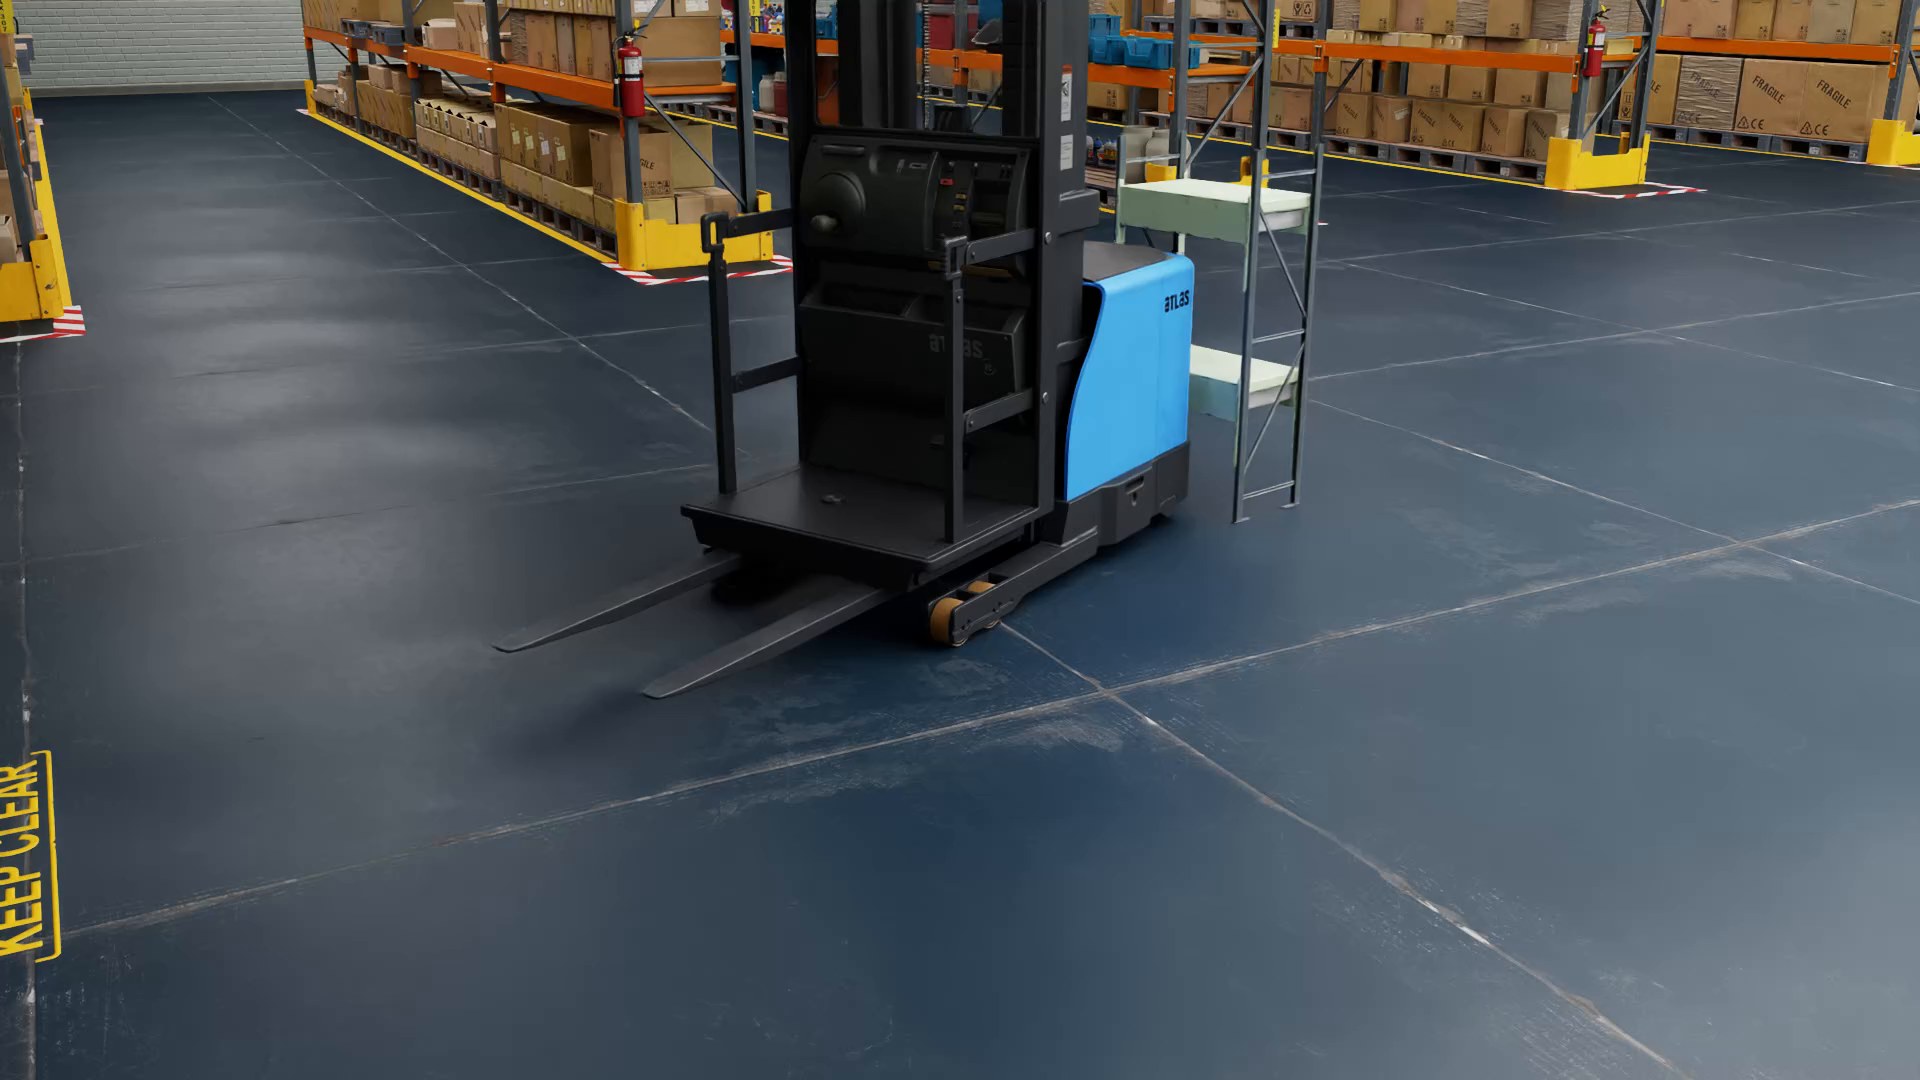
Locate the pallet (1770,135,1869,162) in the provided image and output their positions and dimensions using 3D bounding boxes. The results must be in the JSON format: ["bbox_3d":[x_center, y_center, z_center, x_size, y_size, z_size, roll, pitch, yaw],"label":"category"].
[{"bbox_3d":[10.638,-4.749,20.072,1.003,0.211,1.213,-10,21,-27],"label":"pallet"}]

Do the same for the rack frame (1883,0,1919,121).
[{"bbox_3d":[11.087,-5.850,18.987,1.000,3.000,0.127,-10,21,-27],"label":"rack frame"}]

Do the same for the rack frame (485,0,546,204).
[{"bbox_3d":[-3.945,-4.726,15.728,1.000,3.000,0.127,-10,21,-27],"label":"rack frame"}]

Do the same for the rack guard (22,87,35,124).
[{"bbox_3d":[-14.013,-6.227,23.912,1.175,0.500,0.348,-10,21,-27],"label":"rack guard"}]

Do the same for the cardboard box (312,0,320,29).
[{"bbox_3d":[-9.180,-7.758,24.362,0.500,0.500,0.500,-10,21,-27],"label":"cardboard box"}]

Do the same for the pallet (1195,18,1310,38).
[{"bbox_3d":[3.851,-6.755,21.902,1.003,0.211,1.213,-10,21,-27],"label":"pallet"}]

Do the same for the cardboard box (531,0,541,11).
[{"bbox_3d":[-3.502,-4.679,14.446,0.380,0.149,0.250,-11,22,-28],"label":"cardboard box"}]

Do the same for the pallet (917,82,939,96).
[{"bbox_3d":[-0.475,-8.168,29.980,1.003,0.211,1.213,-10,21,-27],"label":"pallet"}]

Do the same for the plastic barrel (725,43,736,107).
[{"bbox_3d":[-3.140,-6.836,24.418,0.600,0.901,0.708,-10,21,-27],"label":"plastic barrel"}]

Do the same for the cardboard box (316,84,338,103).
[{"bbox_3d":[-9.398,-6.735,25.092,0.500,0.250,0.500,-10,21,-27],"label":"cardboard box"}]

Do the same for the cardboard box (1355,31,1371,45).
[{"bbox_3d":[4.862,-5.891,19.490,0.380,0.149,0.250,-10,21,-27],"label":"cardboard box"}]

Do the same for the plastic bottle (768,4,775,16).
[{"bbox_3d":[-2.698,-7.477,23.776,0.144,0.351,0.185,-10,21,-27],"label":"plastic bottle"}]

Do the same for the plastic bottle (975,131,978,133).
[{"bbox_3d":[0.181,-4.251,17.860,0.097,0.271,0.097,0,19,0],"label":"plastic bottle"}]

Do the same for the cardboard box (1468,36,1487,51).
[{"bbox_3d":[5.749,-5.398,18.062,0.380,0.149,0.250,-10,21,-27],"label":"cardboard box"}]

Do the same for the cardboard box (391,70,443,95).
[{"bbox_3d":[-6.526,-5.503,19.987,0.500,0.250,0.500,-9,21,-25],"label":"cardboard box"}]

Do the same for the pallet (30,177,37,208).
[{"bbox_3d":[-9.258,-3.213,15.620,1.003,0.211,1.213,-10,21,-27],"label":"pallet"}]

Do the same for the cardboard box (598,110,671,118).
[{"bbox_3d":[-2.815,-3.450,14.453,0.500,0.500,0.500,-10,21,-27],"label":"cardboard box"}]

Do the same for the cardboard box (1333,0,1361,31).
[{"bbox_3d":[4.934,-6.308,19.705,0.875,0.500,0.500,-10,21,-27],"label":"cardboard box"}]

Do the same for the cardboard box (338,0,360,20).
[{"bbox_3d":[-7.716,-7.097,21.804,0.500,0.500,0.700,16,25,39],"label":"cardboard box"}]

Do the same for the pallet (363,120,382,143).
[{"bbox_3d":[-7.325,-5.476,22.179,1.003,0.211,1.213,-10,21,-27],"label":"pallet"}]

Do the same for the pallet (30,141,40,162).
[{"bbox_3d":[-11.086,-4.375,18.987,1.003,0.211,1.213,-10,21,-27],"label":"pallet"}]

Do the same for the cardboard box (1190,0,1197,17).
[{"bbox_3d":[3.520,-7.360,22.564,0.700,0.500,0.500,-7,20,-19],"label":"cardboard box"}]

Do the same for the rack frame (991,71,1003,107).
[{"bbox_3d":[0.976,-8.556,26.827,1.000,3.000,0.127,-10,21,-27],"label":"rack frame"}]

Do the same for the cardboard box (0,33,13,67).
[{"bbox_3d":[-6.366,-3.286,10.605,0.500,0.500,0.500,-10,21,-27],"label":"cardboard box"}]

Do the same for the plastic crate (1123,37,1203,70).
[{"bbox_3d":[1.814,-4.371,14.927,0.499,0.251,0.616,-10,21,-27],"label":"plastic crate"}]

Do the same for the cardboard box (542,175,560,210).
[{"bbox_3d":[-3.284,-3.013,14.337,0.500,0.250,0.500,-10,21,-27],"label":"cardboard box"}]

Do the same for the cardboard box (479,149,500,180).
[{"bbox_3d":[-4.398,-3.699,16.323,0.500,0.250,0.500,-10,22,-27],"label":"cardboard box"}]

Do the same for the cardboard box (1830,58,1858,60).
[{"bbox_3d":[16.247,-8.607,29.973,0.875,0.625,0.625,-9,21,-25],"label":"cardboard box"}]

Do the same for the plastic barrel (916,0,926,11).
[{"bbox_3d":[-0.400,-6.200,19.791,0.433,0.535,0.433,0,19,0],"label":"plastic barrel"}]

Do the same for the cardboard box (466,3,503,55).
[{"bbox_3d":[-4.784,-5.291,17.213,0.500,0.500,0.500,-10,21,-27],"label":"cardboard box"}]

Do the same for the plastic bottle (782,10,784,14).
[{"bbox_3d":[-2.499,-7.417,23.718,0.152,0.276,0.135,-10,21,-27],"label":"plastic bottle"}]

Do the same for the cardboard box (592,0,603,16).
[{"bbox_3d":[-2.642,-4.160,12.941,0.380,0.149,0.250,-10,22,-27],"label":"cardboard box"}]

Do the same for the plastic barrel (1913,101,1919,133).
[{"bbox_3d":[13.082,-5.786,22.752,0.512,0.421,0.421,4,19,11],"label":"plastic barrel"}]

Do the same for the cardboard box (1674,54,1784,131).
[{"bbox_3d":[9.856,-5.743,21.290,0.875,0.875,0.875,-10,21,-26],"label":"cardboard box"}]

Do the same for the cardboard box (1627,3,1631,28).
[{"bbox_3d":[9.175,-7.238,22.856,0.500,0.500,0.500,-10,21,-26],"label":"cardboard box"}]

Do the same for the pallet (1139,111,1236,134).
[{"bbox_3d":[3.245,-5.865,23.304,1.003,0.211,1.213,-10,21,-27],"label":"pallet"}]

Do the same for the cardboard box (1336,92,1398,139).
[{"bbox_3d":[4.929,-5.155,20.160,0.500,0.500,0.500,-11,22,-28],"label":"cardboard box"}]

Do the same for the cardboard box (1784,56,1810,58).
[{"bbox_3d":[15.573,-8.817,30.774,0.500,0.500,0.500,-9,21,-25],"label":"cardboard box"}]

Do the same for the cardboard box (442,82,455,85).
[{"bbox_3d":[-6.793,-5.664,21.605,0.500,0.500,0.500,-10,21,-26],"label":"cardboard box"}]

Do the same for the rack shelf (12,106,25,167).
[{"bbox_3d":[-7.354,-3.043,11.955,1.077,0.370,4.000,-10,21,-27],"label":"rack shelf"}]

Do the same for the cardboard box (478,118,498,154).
[{"bbox_3d":[-4.390,-3.961,16.225,0.500,0.311,0.500,-10,21,-27],"label":"cardboard box"}]

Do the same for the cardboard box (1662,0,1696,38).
[{"bbox_3d":[9.654,-6.811,21.541,0.875,0.550,0.550,-10,21,-27],"label":"cardboard box"}]

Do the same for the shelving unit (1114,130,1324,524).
[{"bbox_3d":[1.045,-0.910,6.969,0.431,1.500,0.755,-15,24,-37],"label":"shelving unit"}]

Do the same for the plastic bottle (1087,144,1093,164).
[{"bbox_3d":[1.373,-4.012,17.276,0.097,0.201,0.097,0,19,0],"label":"plastic bottle"}]

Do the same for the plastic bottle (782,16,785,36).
[{"bbox_3d":[-2.292,-6.788,21.900,0.097,0.271,0.097,0,19,0],"label":"plastic bottle"}]

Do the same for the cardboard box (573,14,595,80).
[{"bbox_3d":[-2.741,-4.054,13.629,0.700,0.500,0.500,-10,21,-26],"label":"cardboard box"}]

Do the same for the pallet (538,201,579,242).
[{"bbox_3d":[-3.021,-2.822,14.486,1.003,0.211,1.213,-10,21,-27],"label":"pallet"}]

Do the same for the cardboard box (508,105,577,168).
[{"bbox_3d":[-3.756,-3.655,15.047,0.500,0.500,0.500,-10,21,-27],"label":"cardboard box"}]

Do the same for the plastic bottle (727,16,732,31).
[{"bbox_3d":[-3.248,-7.332,23.586,0.097,0.201,0.097,0,19,0],"label":"plastic bottle"}]

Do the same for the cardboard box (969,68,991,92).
[{"bbox_3d":[0.733,-7.952,27.690,0.875,0.875,0.875,-10,21,-27],"label":"cardboard box"}]

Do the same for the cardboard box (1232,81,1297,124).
[{"bbox_3d":[4.026,-5.765,21.899,0.700,0.500,0.500,-12,22,-31],"label":"cardboard box"}]

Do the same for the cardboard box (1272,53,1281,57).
[{"bbox_3d":[5.507,-8.413,28.453,0.500,0.250,0.500,-11,22,-29],"label":"cardboard box"}]

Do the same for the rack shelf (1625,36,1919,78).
[{"bbox_3d":[10.137,-6.084,20.768,1.077,0.370,4.000,-10,21,-27],"label":"rack shelf"}]

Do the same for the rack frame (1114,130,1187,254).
[{"bbox_3d":[0.810,-1.002,7.235,0.400,1.500,0.023,-15,24,-37],"label":"rack frame"}]

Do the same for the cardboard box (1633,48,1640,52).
[{"bbox_3d":[11.342,-8.348,28.838,0.875,0.875,0.875,-10,22,-27],"label":"cardboard box"}]

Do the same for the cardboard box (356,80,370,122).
[{"bbox_3d":[-7.729,-5.872,22.208,0.500,0.500,0.500,-11,22,-29],"label":"cardboard box"}]

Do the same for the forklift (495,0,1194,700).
[{"bbox_3d":[-0.285,-1.202,5.620,1.130,2.935,3.031,12,23,32],"label":"forklift"}]
